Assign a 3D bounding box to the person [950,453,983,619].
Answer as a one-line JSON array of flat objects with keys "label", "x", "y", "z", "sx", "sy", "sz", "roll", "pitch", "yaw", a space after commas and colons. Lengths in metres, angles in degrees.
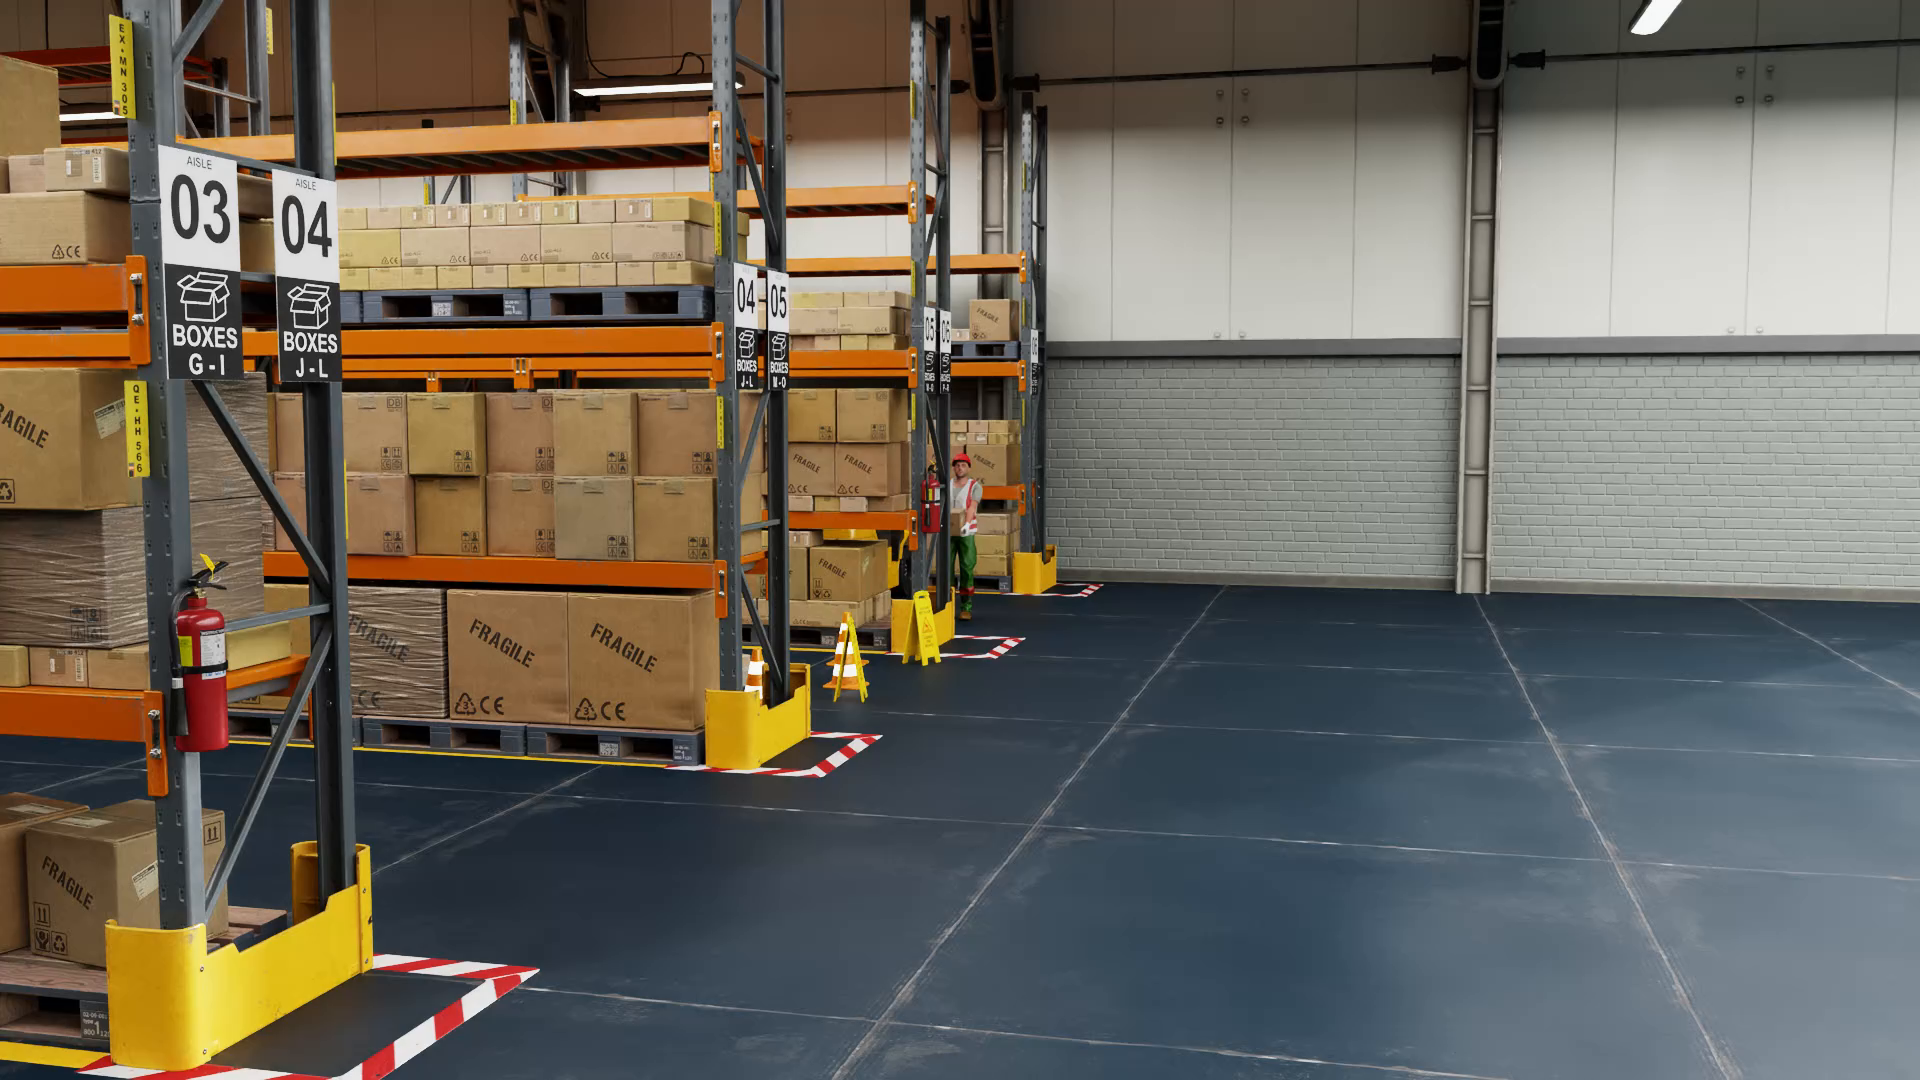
[{"label": "person", "x": -0.031, "y": -0.036, "z": 17.785, "sx": 0.493, "sy": 1.782, "sz": 0.572, "roll": 1, "pitch": 5, "yaw": 14}]
